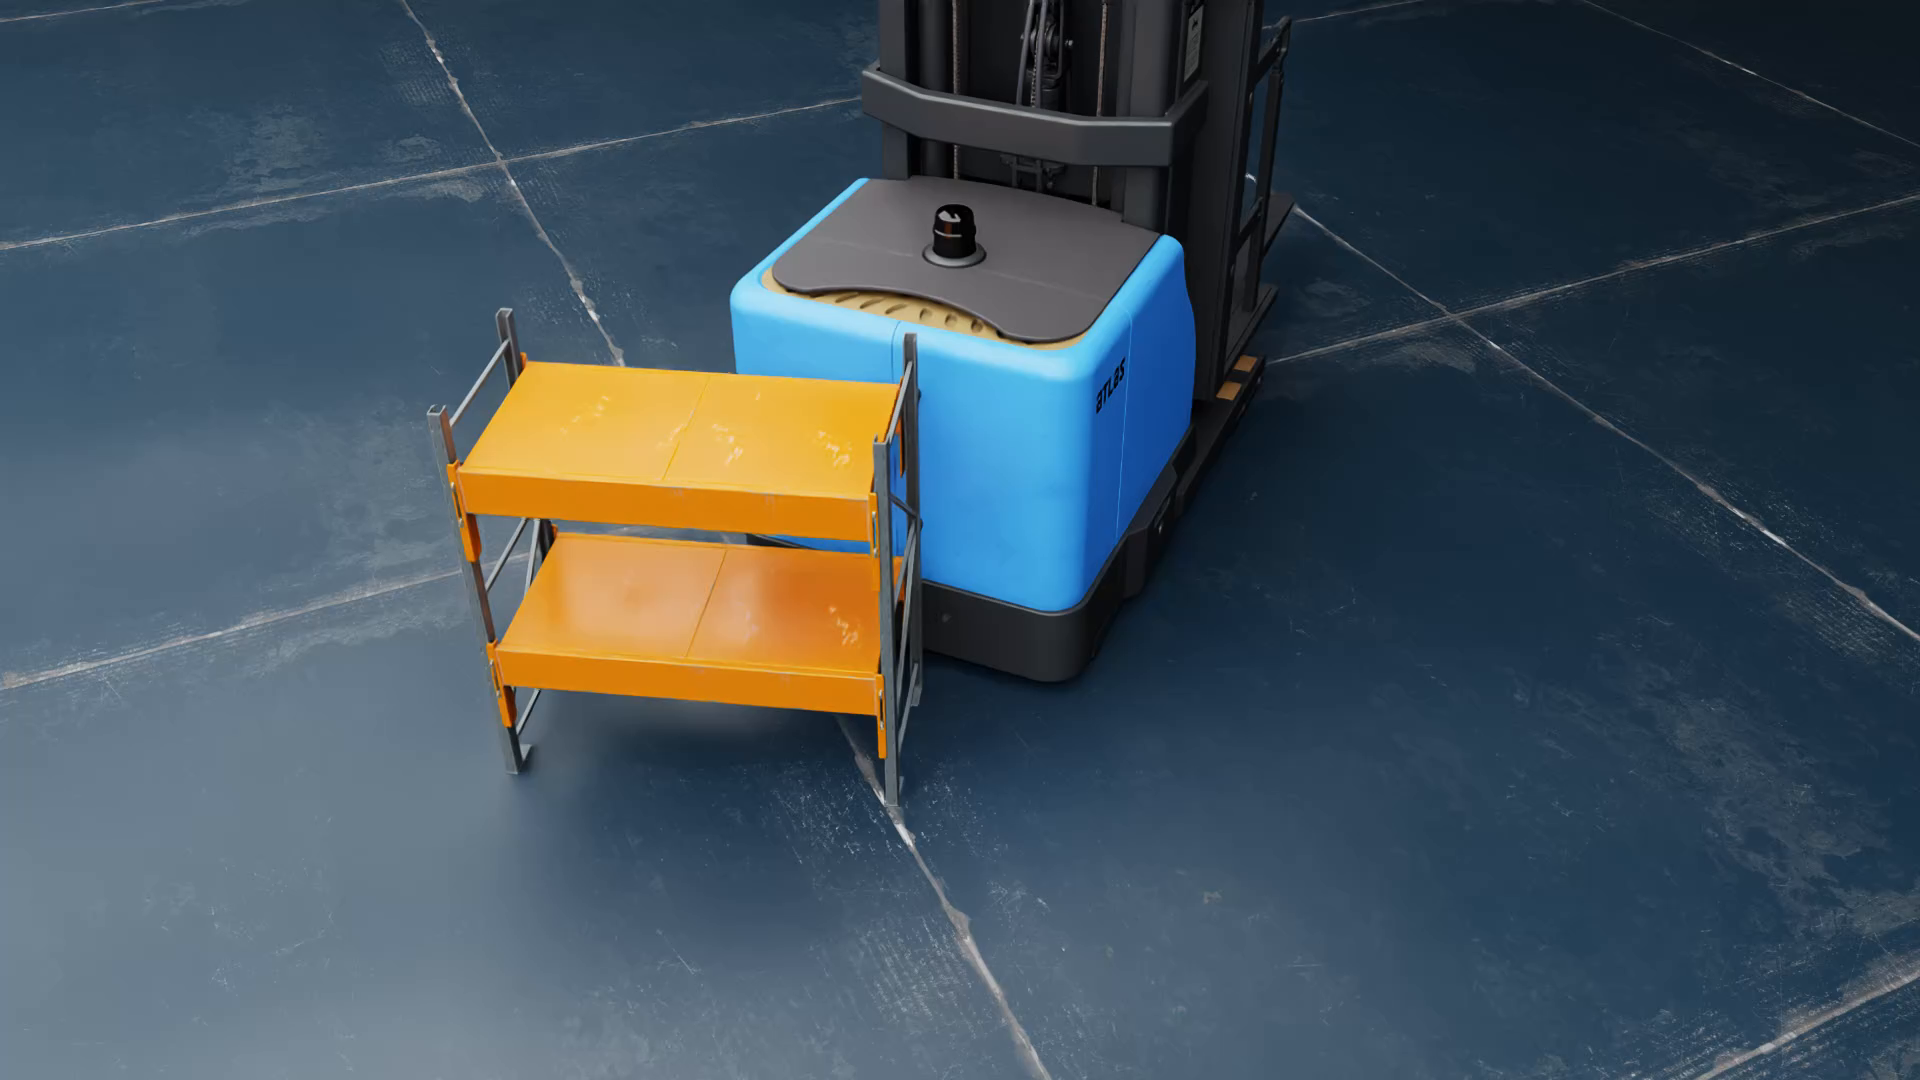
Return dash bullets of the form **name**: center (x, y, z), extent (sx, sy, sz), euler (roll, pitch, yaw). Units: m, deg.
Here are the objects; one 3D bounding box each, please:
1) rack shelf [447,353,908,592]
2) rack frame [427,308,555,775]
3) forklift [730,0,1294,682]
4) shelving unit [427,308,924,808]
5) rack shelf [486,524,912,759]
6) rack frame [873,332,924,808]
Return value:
- **rack shelf**: center (-0.652, -0.177, 4.053), extent (1.000, 0.278, 0.538), euler (4, 37, 5)
- **rack frame**: center (-1.157, 0.023, 4.275), extent (0.032, 1.125, 0.500), euler (4, 37, 5)
- **forklift**: center (0.437, -1.657, 5.024), extent (1.130, 2.935, 3.031), euler (15, 39, 19)
- **shelving unit**: center (-0.652, 0.058, 4.227), extent (1.048, 1.125, 0.538), euler (4, 37, 5)
- **rack shelf**: center (-0.652, 0.255, 4.373), extent (1.000, 0.278, 0.538), euler (4, 37, 5)
- **rack frame**: center (-0.147, 0.094, 4.179), extent (0.032, 1.125, 0.500), euler (4, 37, 5)
